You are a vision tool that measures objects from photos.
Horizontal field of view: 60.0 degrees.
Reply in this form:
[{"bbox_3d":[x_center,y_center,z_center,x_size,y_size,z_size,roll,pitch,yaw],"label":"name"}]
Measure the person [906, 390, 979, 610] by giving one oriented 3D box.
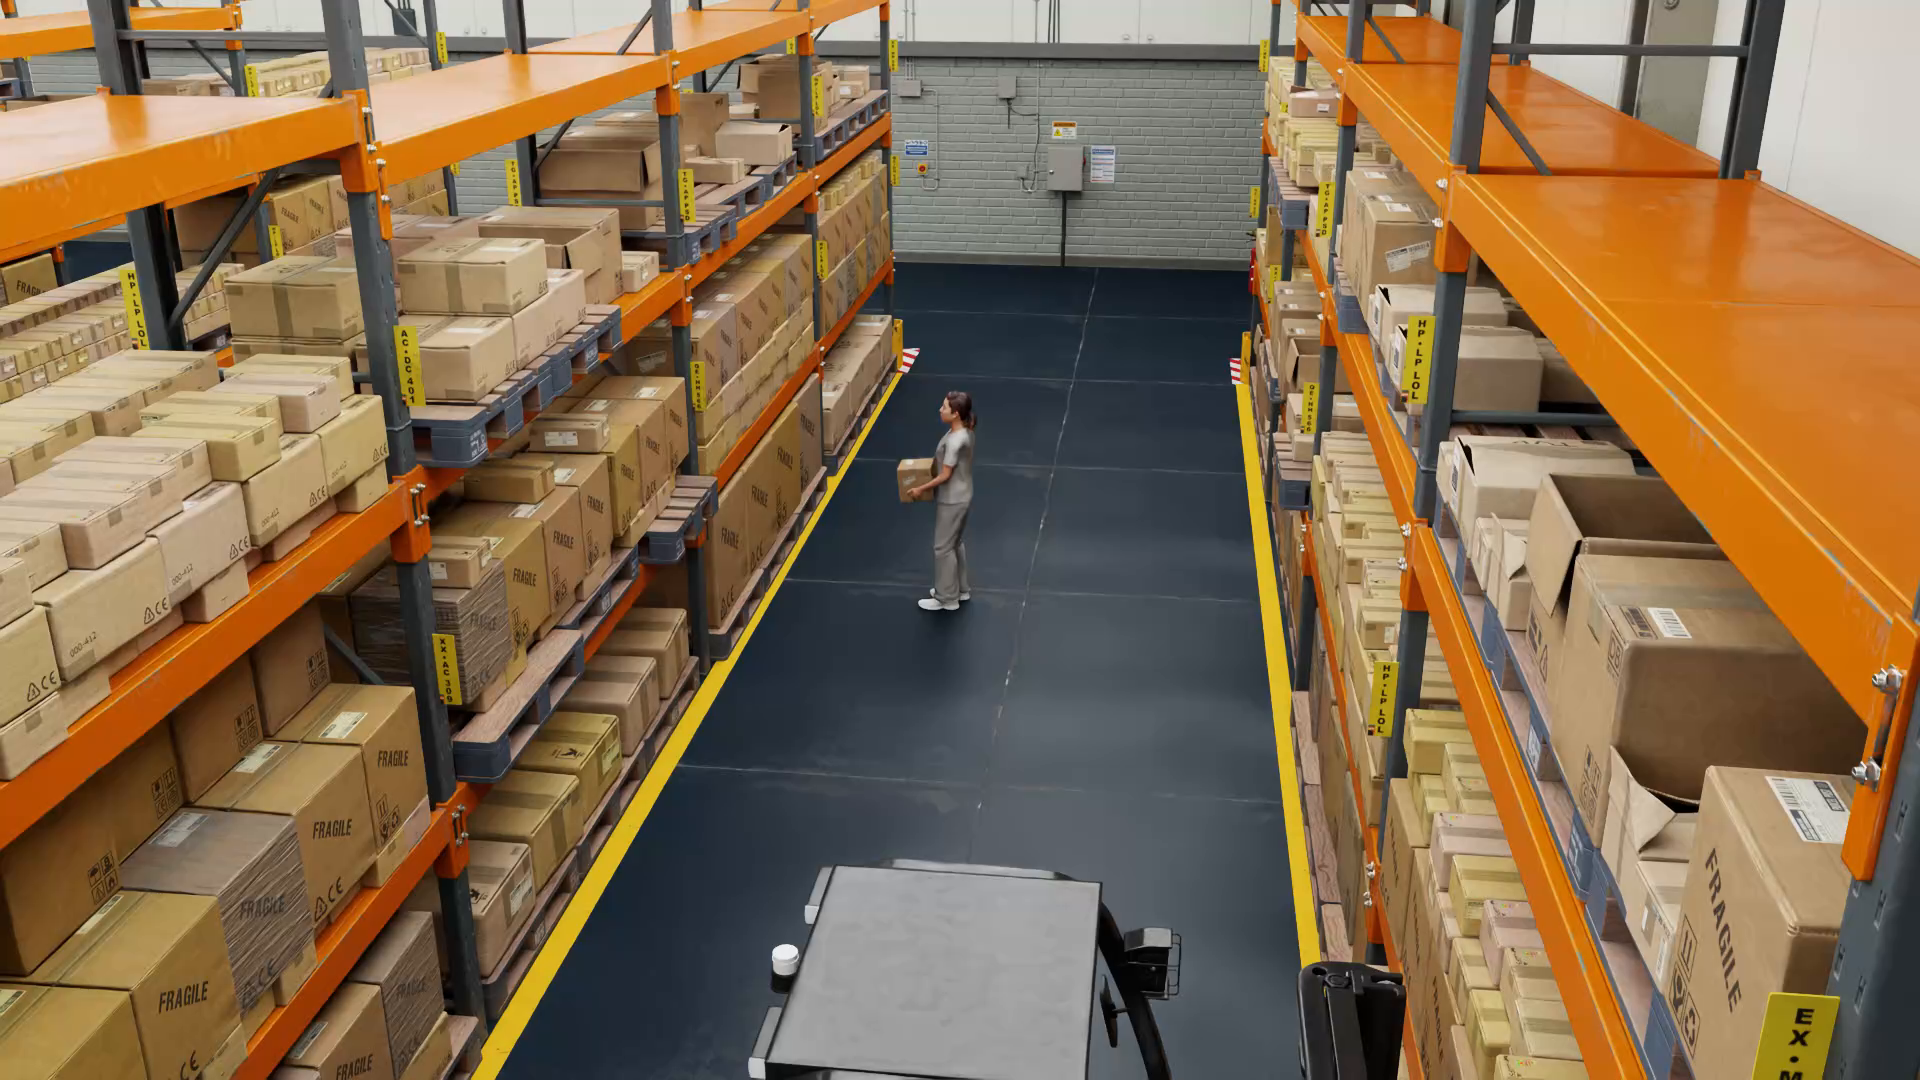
[{"bbox_3d":[-0.126,-0.294,12.247,0.510,1.669,0.457,2,21,6],"label":"person"}]
